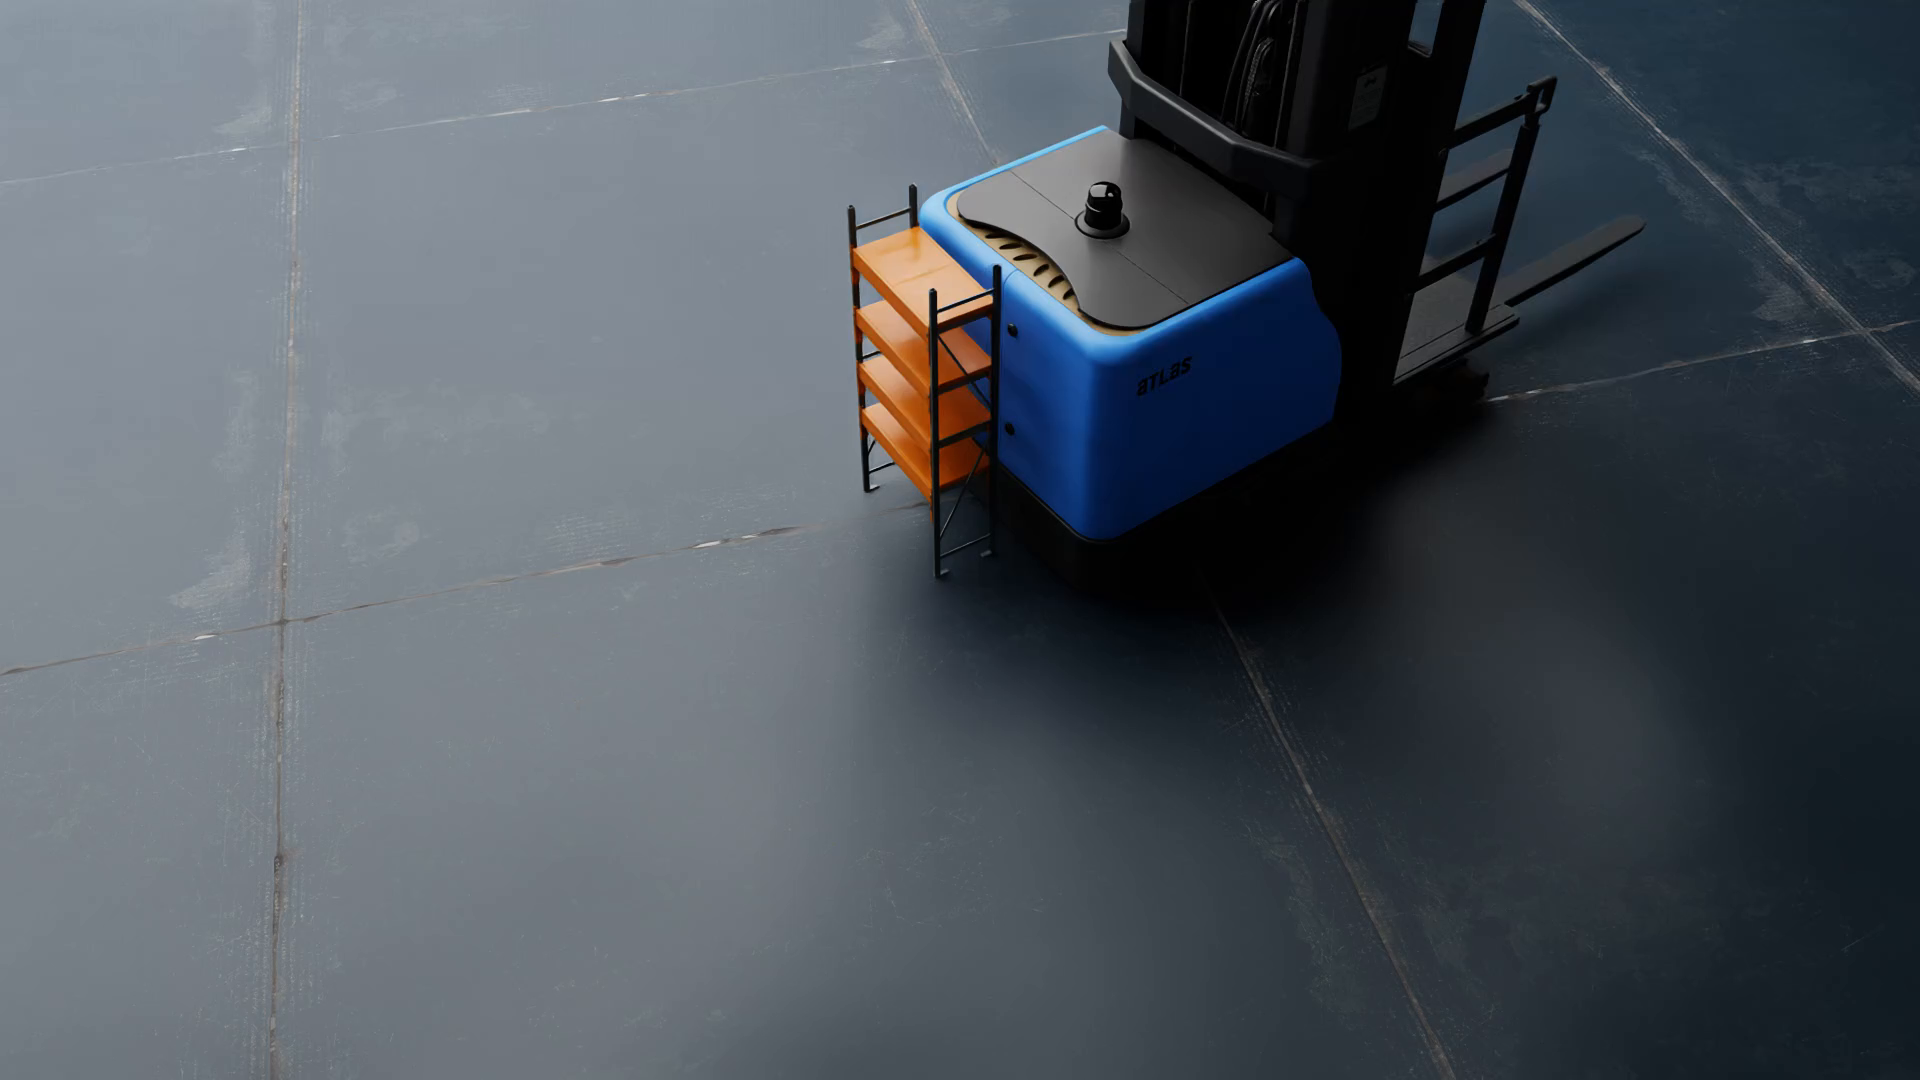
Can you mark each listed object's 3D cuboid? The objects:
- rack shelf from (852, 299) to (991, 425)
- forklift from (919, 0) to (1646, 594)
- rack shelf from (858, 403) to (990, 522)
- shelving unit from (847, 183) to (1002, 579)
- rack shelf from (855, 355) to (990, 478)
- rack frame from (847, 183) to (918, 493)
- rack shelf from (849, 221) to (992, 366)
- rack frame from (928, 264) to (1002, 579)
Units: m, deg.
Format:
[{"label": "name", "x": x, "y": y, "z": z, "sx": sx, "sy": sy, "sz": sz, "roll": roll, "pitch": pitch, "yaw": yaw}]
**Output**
[{"label": "rack shelf", "x": -0.112, "y": -0.597, "z": 5.276, "sx": 0.258, "sy": 0.148, "sz": 0.480, "roll": -24, "pitch": 50, "yaw": -21}, {"label": "forklift", "x": 1.345, "y": -1.705, "z": 5.369, "sx": 3.031, "sy": 2.935, "sz": 1.130, "roll": -28, "pitch": 52, "yaw": -24}, {"label": "rack shelf", "x": -0.112, "y": -0.302, "z": 5.578, "sx": 0.258, "sy": 0.148, "sz": 0.480, "roll": -24, "pitch": 50, "yaw": -21}, {"label": "shelving unit", "x": -0.112, "y": -0.488, "z": 5.388, "sx": 0.258, "sy": 1.200, "sz": 0.503, "roll": -24, "pitch": 50, "yaw": -21}, {"label": "rack shelf", "x": -0.112, "y": -0.441, "z": 5.436, "sx": 0.258, "sy": 0.148, "sz": 0.480, "roll": -24, "pitch": 50, "yaw": -21}, {"label": "rack frame", "x": -0.239, "y": -0.636, "z": 5.533, "sx": 0.240, "sy": 1.200, "sz": 0.015, "roll": -24, "pitch": 50, "yaw": -21}, {"label": "rack shelf", "x": -0.112, "y": -0.763, "z": 5.107, "sx": 0.258, "sy": 0.148, "sz": 0.480, "roll": -24, "pitch": 50, "yaw": -21}, {"label": "rack frame", "x": 0.015, "y": -0.339, "z": 5.242, "sx": 0.240, "sy": 1.200, "sz": 0.015, "roll": -24, "pitch": 50, "yaw": -21}]
